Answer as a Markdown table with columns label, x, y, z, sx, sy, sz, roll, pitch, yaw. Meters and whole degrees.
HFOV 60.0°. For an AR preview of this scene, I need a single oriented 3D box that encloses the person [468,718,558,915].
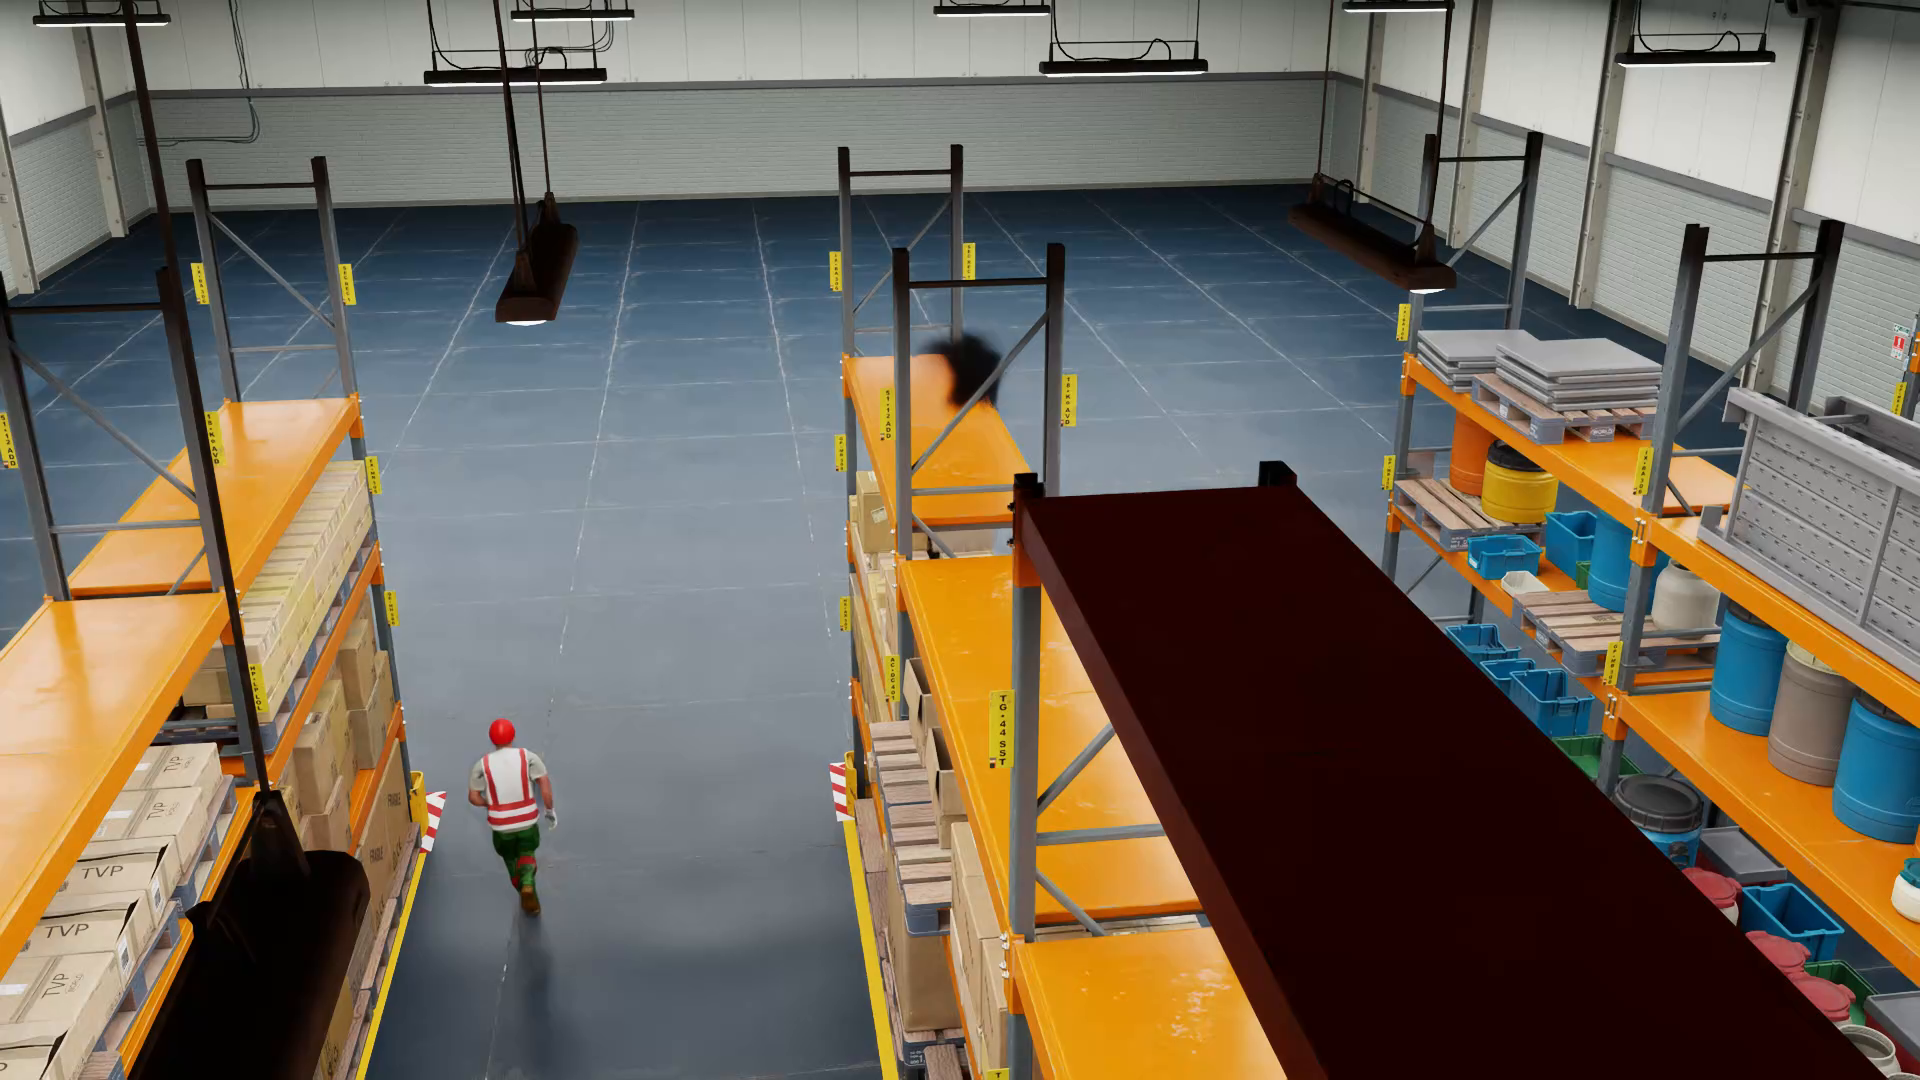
| label | x | y | z | sx | sy | sz | roll | pitch | yaw |
| --- | --- | --- | --- | --- | --- | --- | --- | --- | --- |
| person | -3.631 | 2.292 | 13.537 | 0.651 | 1.717 | 0.636 | -9 | 23 | -22 |
